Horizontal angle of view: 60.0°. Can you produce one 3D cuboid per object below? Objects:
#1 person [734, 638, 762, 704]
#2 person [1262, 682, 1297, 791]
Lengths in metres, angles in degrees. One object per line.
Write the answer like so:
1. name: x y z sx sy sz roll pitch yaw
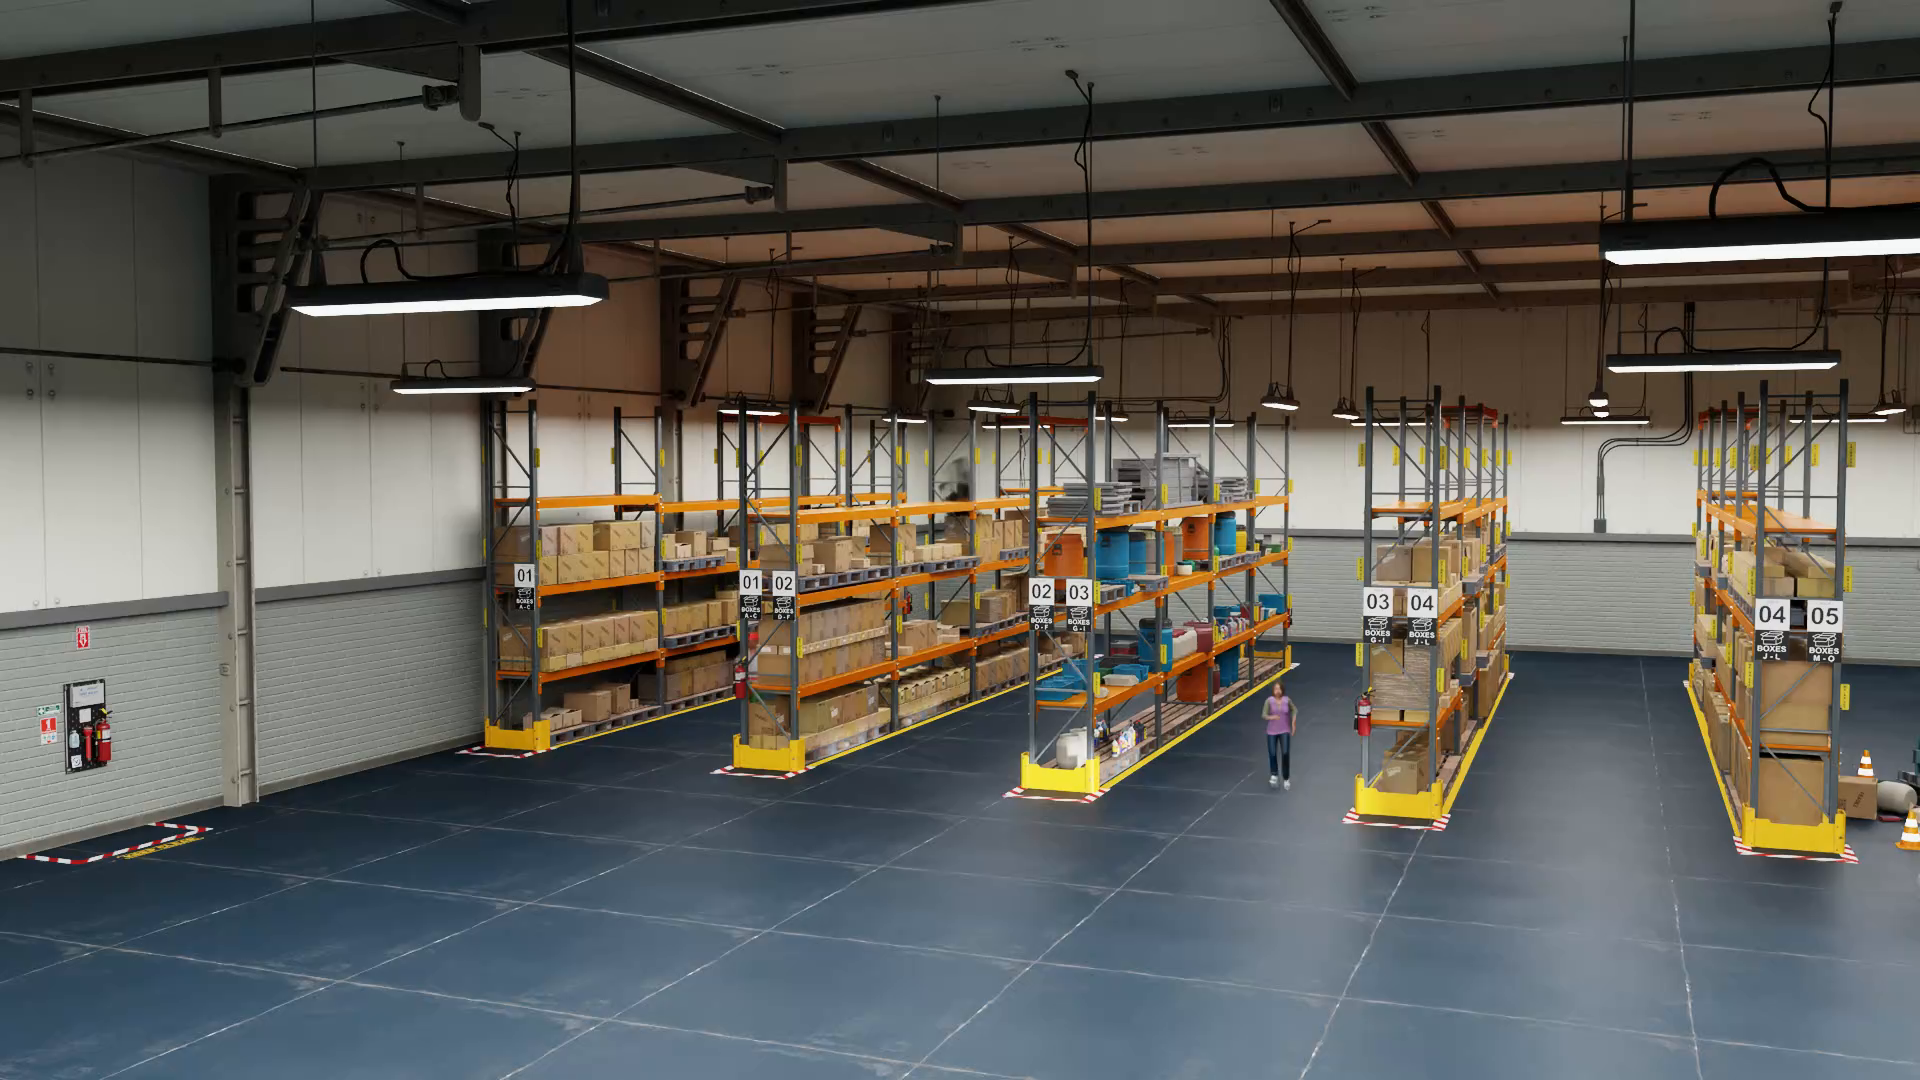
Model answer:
1. person: -3.753 2.630 30.168 0.662 1.798 0.823 1 3 15
2. person: 4.830 2.967 25.165 0.526 1.643 0.684 1 3 10
